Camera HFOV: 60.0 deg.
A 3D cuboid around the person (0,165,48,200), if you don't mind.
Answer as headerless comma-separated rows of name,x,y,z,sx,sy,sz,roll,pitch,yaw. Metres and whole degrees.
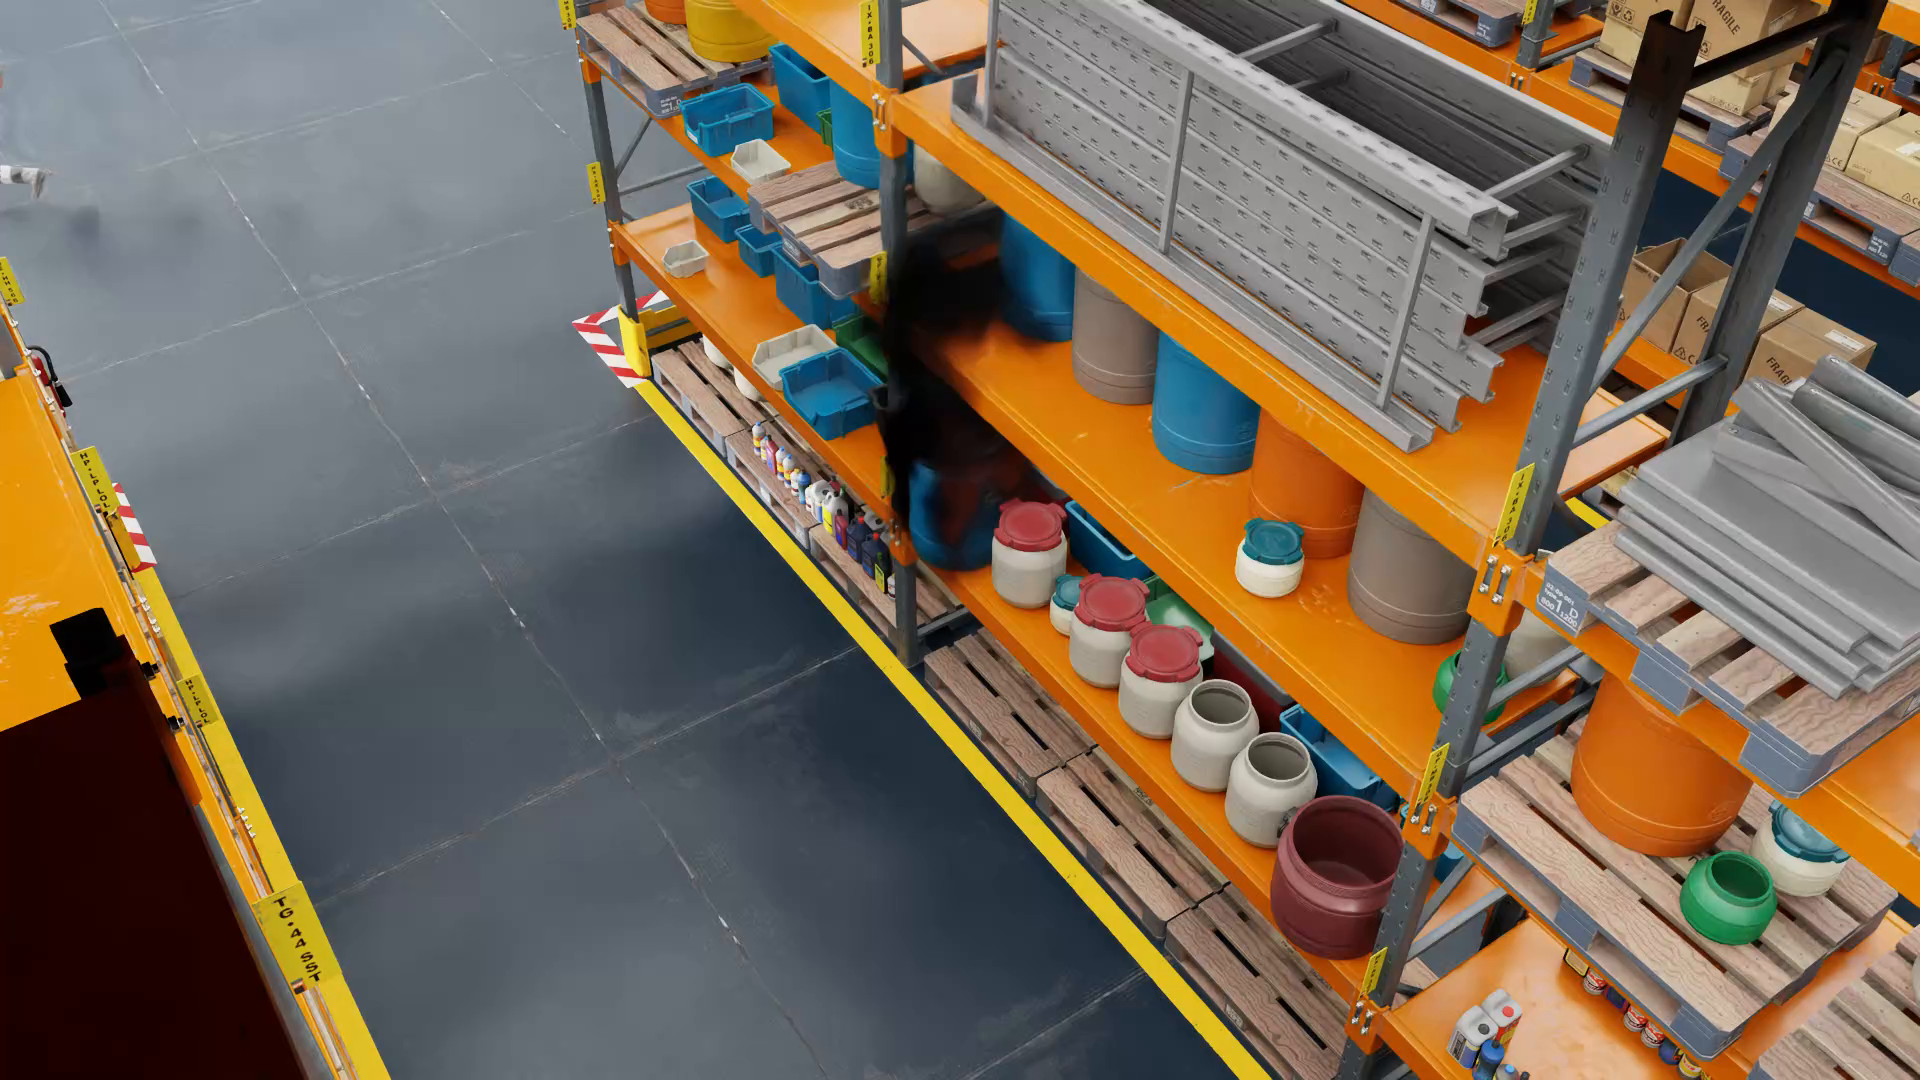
person,-8.544,-3.546,14.355,0.938,1.761,0.640,-1,43,-2
